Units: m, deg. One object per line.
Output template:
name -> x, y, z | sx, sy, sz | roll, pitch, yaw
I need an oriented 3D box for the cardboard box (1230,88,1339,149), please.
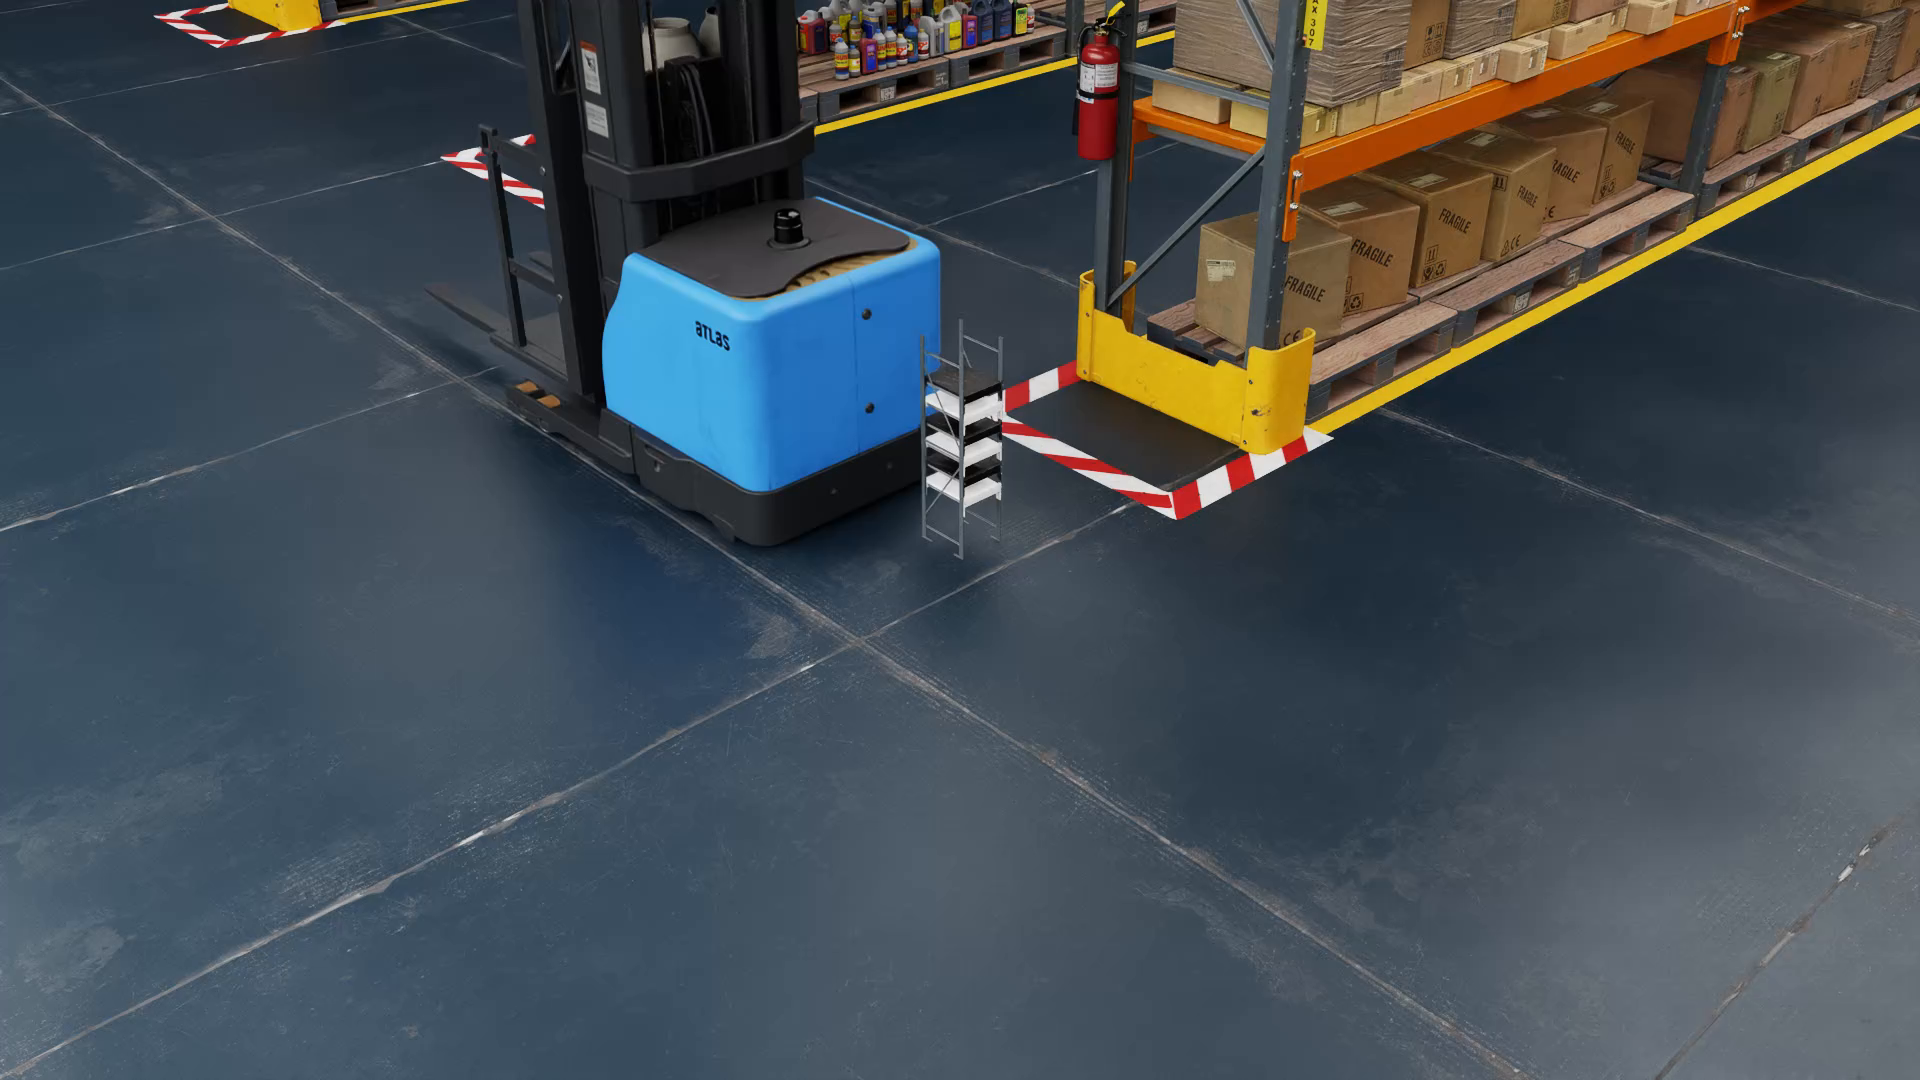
cardboard box -> 1.375, -1.802, 7.063 | 0.250, 0.149, 0.380 | -26, 40, -35

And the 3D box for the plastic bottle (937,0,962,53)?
plastic bottle -> -0.084, -3.749, 12.124 | 0.185, 0.351, 0.144 | -26, 40, -36

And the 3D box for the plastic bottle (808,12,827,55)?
plastic bottle -> -1.038, -3.681, 12.076 | 0.133, 0.283, 0.061 | -26, 40, -35

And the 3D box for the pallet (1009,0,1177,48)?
pallet -> 1.119, -4.317, 13.607 | 1.213, 0.211, 1.003 | -26, 40, -35

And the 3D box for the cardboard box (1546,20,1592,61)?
cardboard box -> 2.870, -2.496, 8.198 | 0.250, 0.149, 0.380 | -26, 40, -35

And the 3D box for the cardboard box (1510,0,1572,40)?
cardboard box -> 2.482, -2.811, 8.090 | 0.500, 0.500, 0.875 | -26, 40, -35

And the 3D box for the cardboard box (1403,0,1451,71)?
cardboard box -> 1.711, -2.477, 7.545 | 0.500, 0.500, 0.875 | -26, 40, -35

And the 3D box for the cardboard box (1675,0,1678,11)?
cardboard box -> 3.566, -2.872, 8.812 | 0.250, 0.149, 0.380 | -26, 40, -35

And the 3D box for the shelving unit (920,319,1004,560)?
shelving unit -> 0.006, -0.387, 6.520 | 0.210, 0.900, 0.258 | -26, 40, -35

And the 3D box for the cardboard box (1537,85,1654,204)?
cardboard box -> 3.617, -2.305, 9.637 | 0.500, 0.500, 0.500 | -27, 41, -37

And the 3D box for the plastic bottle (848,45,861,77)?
plastic bottle -> -0.746, -3.349, 11.612 | 0.097, 0.201, 0.097 | 0, 31, 0

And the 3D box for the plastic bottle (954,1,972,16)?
plastic bottle -> 0.034, -3.880, 12.409 | 0.135, 0.276, 0.152 | -26, 40, -35

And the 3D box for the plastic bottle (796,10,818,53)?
plastic bottle -> -1.111, -3.718, 12.144 | 0.135, 0.276, 0.152 | -25, 40, -35

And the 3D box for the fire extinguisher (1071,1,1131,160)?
fire extinguisher -> 0.607, -2.002, 7.223 | 0.183, 0.674, 0.296 | -26, 40, -35

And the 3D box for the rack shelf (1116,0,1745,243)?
rack shelf -> 2.471, -2.302, 8.329 | 4.000, 0.370, 1.077 | -26, 40, -35

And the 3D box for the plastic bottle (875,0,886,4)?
plastic bottle -> -0.592, -4.005, 12.606 | 0.133, 0.283, 0.061 | -24, 39, -33

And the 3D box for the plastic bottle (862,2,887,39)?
plastic bottle -> -0.635, -3.846, 12.353 | 0.135, 0.276, 0.152 | -26, 40, -35

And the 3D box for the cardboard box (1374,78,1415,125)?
cardboard box -> 1.765, -1.967, 7.332 | 0.250, 0.149, 0.380 | -26, 40, -35

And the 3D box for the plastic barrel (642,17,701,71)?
plastic barrel -> -1.933, -3.175, 11.049 | 0.421, 0.512, 0.421 | 0, 31, 0

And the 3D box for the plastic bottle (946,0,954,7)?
plastic bottle -> -0.108, -4.131, 12.813 | 0.133, 0.283, 0.061 | -26, 40, -35

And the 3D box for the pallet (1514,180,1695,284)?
pallet -> 3.469, -1.877, 9.617 | 1.213, 0.211, 1.003 | -26, 40, -35

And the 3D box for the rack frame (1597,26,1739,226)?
rack frame -> 3.937, -3.319, 9.302 | 0.127, 3.000, 1.000 | -26, 40, -35

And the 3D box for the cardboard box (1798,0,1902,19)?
cardboard box -> 6.018, -3.737, 11.242 | 0.500, 0.250, 0.500 | -21, 37, -30

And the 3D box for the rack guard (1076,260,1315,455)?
rack guard -> 1.060, -0.860, 7.678 | 0.348, 0.500, 1.175 | -26, 40, -35

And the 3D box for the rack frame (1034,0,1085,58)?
rack frame -> 0.570, -5.213, 12.400 | 0.127, 3.000, 1.000 | -26, 40, -35

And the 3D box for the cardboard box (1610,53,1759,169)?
cardboard box -> 4.402, -2.649, 10.182 | 0.700, 0.500, 0.500 | 26, 40, 35

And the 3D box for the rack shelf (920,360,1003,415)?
rack shelf -> 0.006, -0.589, 6.396 | 0.200, 0.077, 0.258 | -26, 40, -35

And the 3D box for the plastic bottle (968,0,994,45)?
plastic bottle -> 0.153, -3.864, 12.311 | 0.144, 0.351, 0.185 | 27, 40, 37

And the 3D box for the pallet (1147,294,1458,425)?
pallet -> 1.680, -1.012, 8.202 | 1.213, 0.211, 1.003 | -26, 40, -35

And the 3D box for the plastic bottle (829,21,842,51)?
plastic bottle -> -0.911, -3.694, 12.177 | 0.097, 0.201, 0.097 | 0, 31, 0

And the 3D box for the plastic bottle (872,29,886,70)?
plastic bottle -> -0.571, -3.464, 11.732 | 0.097, 0.271, 0.097 | 0, 31, 0

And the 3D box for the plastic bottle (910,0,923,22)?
plastic bottle -> -0.328, -4.012, 12.629 | 0.097, 0.271, 0.097 | 0, 31, 0

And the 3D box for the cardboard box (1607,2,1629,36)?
cardboard box -> 3.185, -2.702, 8.535 | 0.250, 0.149, 0.380 | -26, 40, -35

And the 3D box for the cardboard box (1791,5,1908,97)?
cardboard box -> 5.995, -3.412, 11.428 | 0.700, 0.500, 0.500 | 25, 40, 35

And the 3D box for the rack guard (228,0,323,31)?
rack guard -> -5.746, -4.616, 13.819 | 0.348, 0.500, 1.175 | -26, 40, -35

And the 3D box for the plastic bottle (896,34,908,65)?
plastic bottle -> -0.425, -3.504, 11.866 | 0.097, 0.201, 0.097 | 0, 31, 0

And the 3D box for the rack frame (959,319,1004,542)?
rack frame -> 0.081, -0.423, 6.579 | 0.006, 0.900, 0.240 | -26, 40, -35

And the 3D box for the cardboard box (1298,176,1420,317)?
cardboard box -> 1.889, -1.453, 8.244 | 0.500, 0.500, 0.500 | -15, 35, -23

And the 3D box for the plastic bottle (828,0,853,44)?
plastic bottle -> -0.891, -3.860, 12.304 | 0.185, 0.351, 0.144 | -24, 39, -34

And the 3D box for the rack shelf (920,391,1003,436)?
rack shelf -> 0.006, -0.512, 6.443 | 0.200, 0.077, 0.258 | -26, 40, -35

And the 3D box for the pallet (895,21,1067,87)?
pallet -> 0.049, -3.801, 12.764 | 1.213, 0.211, 1.003 | -26, 40, -35

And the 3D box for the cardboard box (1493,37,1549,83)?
cardboard box -> 2.541, -2.297, 7.873 | 0.250, 0.149, 0.380 | -26, 40, -35

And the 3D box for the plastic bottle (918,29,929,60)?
plastic bottle -> -0.274, -3.577, 11.985 | 0.097, 0.201, 0.097 | 0, 31, 0

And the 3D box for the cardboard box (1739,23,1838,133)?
cardboard box -> 5.175, -3.010, 10.771 | 0.700, 0.500, 0.500 | 25, 40, 35

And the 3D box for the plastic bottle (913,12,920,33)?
plastic bottle -> -0.279, -3.705, 12.116 | 0.133, 0.283, 0.061 | -26, 40, -35

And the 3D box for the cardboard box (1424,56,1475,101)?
cardboard box -> 2.123, -2.149, 7.630 | 0.250, 0.149, 0.380 | -26, 40, -35

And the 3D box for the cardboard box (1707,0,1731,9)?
cardboard box -> 3.980, -3.023, 9.059 | 0.250, 0.149, 0.380 | -26, 40, -35

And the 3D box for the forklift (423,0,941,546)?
forklift -> -1.442, -1.902, 7.051 | 1.130, 2.935, 3.031 | -26, 40, -36

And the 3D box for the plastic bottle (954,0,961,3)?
plastic bottle -> -0.036, -4.226, 13.046 | 0.097, 0.201, 0.097 | 0, 31, 0

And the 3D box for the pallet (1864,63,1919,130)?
pallet -> 6.297, -3.271, 11.897 | 1.213, 0.211, 1.003 | -26, 40, -35

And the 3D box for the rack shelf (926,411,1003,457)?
rack shelf -> 0.006, -0.435, 6.490 | 0.200, 0.077, 0.258 | -26, 40, -35

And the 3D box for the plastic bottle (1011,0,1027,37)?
plastic bottle -> 0.441, -3.945, 12.509 | 0.133, 0.283, 0.061 | -24, 39, -33

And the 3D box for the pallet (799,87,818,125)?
pallet -> -1.740, -2.936, 11.349 | 1.213, 0.211, 1.003 | -26, 40, -35

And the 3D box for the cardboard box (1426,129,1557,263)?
cardboard box -> 2.800, -1.848, 8.891 | 0.500, 0.500, 0.500 | 25, 39, 35
